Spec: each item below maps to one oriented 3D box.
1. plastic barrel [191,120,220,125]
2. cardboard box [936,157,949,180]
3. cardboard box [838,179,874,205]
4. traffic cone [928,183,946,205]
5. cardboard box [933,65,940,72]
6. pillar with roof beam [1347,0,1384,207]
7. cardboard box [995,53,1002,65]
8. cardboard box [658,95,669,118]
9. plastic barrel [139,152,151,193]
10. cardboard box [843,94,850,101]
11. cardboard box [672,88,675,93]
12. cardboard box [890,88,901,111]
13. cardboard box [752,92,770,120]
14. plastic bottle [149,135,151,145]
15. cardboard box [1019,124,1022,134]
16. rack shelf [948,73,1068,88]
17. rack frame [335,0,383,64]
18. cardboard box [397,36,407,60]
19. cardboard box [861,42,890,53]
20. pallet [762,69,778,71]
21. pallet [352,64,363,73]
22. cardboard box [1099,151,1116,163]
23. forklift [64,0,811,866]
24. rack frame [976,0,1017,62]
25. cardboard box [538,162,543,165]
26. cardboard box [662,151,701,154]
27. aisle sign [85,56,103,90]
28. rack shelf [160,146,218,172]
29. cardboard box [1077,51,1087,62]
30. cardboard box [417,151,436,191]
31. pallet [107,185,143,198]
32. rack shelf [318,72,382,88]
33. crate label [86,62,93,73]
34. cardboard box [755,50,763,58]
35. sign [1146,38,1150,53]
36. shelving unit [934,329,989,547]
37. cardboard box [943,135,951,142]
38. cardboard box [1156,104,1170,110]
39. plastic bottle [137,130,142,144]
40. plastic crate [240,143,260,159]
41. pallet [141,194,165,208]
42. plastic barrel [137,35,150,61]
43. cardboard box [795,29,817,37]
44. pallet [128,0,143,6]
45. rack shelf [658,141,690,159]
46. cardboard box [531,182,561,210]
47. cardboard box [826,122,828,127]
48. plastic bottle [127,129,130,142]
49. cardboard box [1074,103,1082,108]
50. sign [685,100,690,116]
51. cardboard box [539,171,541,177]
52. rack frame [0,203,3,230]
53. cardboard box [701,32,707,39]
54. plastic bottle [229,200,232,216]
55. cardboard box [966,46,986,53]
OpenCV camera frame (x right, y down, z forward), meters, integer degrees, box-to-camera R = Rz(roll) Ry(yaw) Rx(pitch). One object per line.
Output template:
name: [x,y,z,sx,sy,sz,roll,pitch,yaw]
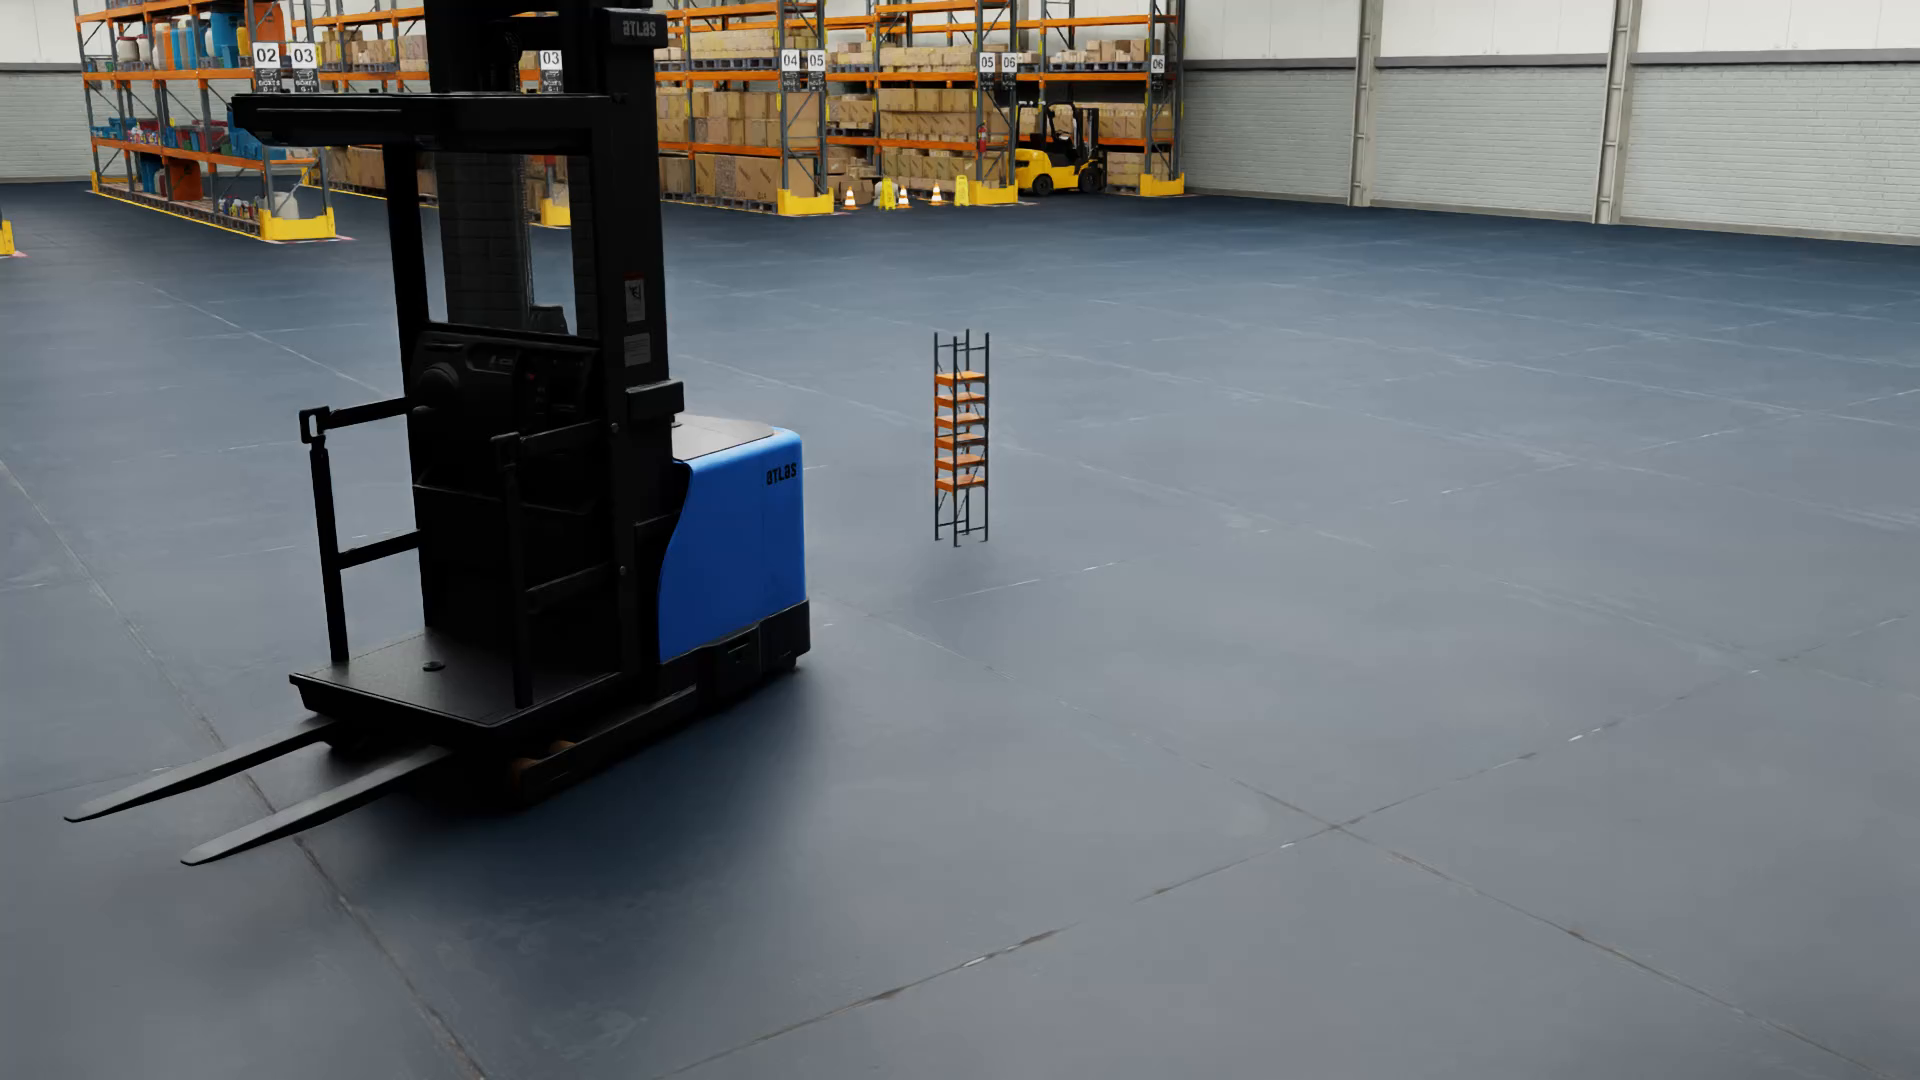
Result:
plastic barrel: [-15.420,-8.328,34.065,0.600,0.536,0.708,-11,19,-35]
cardboard box: [-0.203,-8.393,37.551,0.500,0.500,0.500,-10,18,-33]
cardboard box: [-2.292,-7.691,36.725,0.637,0.503,0.797,4,16,13]
traffic cone: [-0.508,-7.581,36.399,0.336,0.463,0.334,-11,19,-35]
cardboard box: [-0.378,-10.550,37.232,0.380,0.149,0.250,-11,19,-36]
pillar with roof beam: [5.166,-10.917,32.418,9.100,9.000,0.400,-11,19,-35]
cardboard box: [0.708,-10.580,36.588,0.500,0.250,0.500,-11,19,-36]
cardboard box: [-6.406,-9.831,37.729,0.700,0.500,0.500,-11,19,-34]
plastic barrel: [-17.984,-8.240,37.181,0.600,0.901,0.708,-11,19,-35]
cardboard box: [-2.614,-10.738,40.351,0.380,0.149,0.250,-12,19,-37]
cardboard box: [-7.996,-12.835,47.477,0.380,0.149,0.250,-11,19,-34]
cardboard box: [-1.198,-10.201,38.520,0.700,0.500,0.500,-11,19,-34]
cardboard box: [-3.741,-8.905,34.100,0.875,0.550,0.550,-11,19,-35]
plastic bottle: [-17.110,-8.461,35.185,0.097,0.201,0.097,0,15,0]
cardboard box: [1.641,-10.640,43.053,0.500,0.250,0.500,-11,19,-35]
rack shelf: [1.273,-12.066,43.658,1.077,0.370,4.000,-11,19,-35]
rack frame: [-14.283,-12.831,39.411,1.000,3.000,0.127,-11,19,-35]
cardboard box: [-11.863,-10.679,36.094,0.500,0.500,0.500,-11,19,-34]
cardboard box: [-2.007,-11.690,39.464,0.500,0.250,0.500,-10,18,-33]
pallet: [-4.337,-12.107,42.803,1.213,0.211,1.003,-10,18,-32]
pallet: [-13.704,-11.104,39.145,0.805,0.209,1.217,-12,19,-37]
cardboard box: [3.668,-9.307,40.419,0.500,0.250,0.500,-11,19,-34]
forklift: [-1.863,-0.591,6.184,1.130,2.935,3.031,9,18,30]
rack frame: [0.788,-11.807,35.668,1.000,3.000,0.127,-11,19,-35]
cardboard box: [-10.814,-9.884,43.486,0.380,0.149,0.250,-11,19,-34]
cardboard box: [-8.150,-11.171,48.768,0.875,0.438,0.875,-12,19,-36]
aisle sign: [-20.924,-11.246,40.059,0.394,0.787,0.004,-11,19,-35]
rack shelf: [-14.762,-7.541,32.808,1.077,0.370,4.000,-11,19,-35]
cardboard box: [3.076,-11.807,40.622,0.396,0.266,0.258,-11,19,-36]
cardboard box: [-12.320,-8.412,37.857,1.225,0.875,0.875,-12,19,-37]
pallet: [-19.475,-8.236,39.266,1.003,0.211,1.213,-11,19,-35]
rack shelf: [-15.459,-11.464,41.462,1.077,0.370,4.000,-11,19,-35]
crate label: [-20.360,-11.151,39.235,0.408,0.251,0.502,-11,19,-35]
cardboard box: [-3.925,-9.827,33.607,0.380,0.149,0.250,-11,19,-34]
sign: [4.354,-11.439,38.479,0.100,0.325,0.005,-11,19,-35]
shelving unit: [0.009,-0.576,9.406,0.258,1.200,0.189,-11,19,-35]
cardboard box: [-0.152,-8.984,37.195,0.380,0.149,0.250,-10,18,-34]
cardboard box: [4.777,-10.294,39.523,0.380,0.149,0.250,-11,19,-36]
plastic bottle: [-17.781,-8.753,36.111,0.152,0.276,0.135,-11,19,-35]
plastic crate: [-12.148,-6.735,28.782,0.499,0.251,0.408,-11,19,-35]
pallet: [-17.148,-7.392,36.184,1.003,0.211,1.213,-11,19,-35]
plastic barrel: [-17.102,-10.385,35.101,0.433,0.535,0.433,0,15,0]
cardboard box: [-3.095,-10.205,33.479,0.380,0.149,0.250,-11,19,-34]
pallet: [-16.337,-11.083,34.139,1.213,0.211,1.003,-11,19,-35]
rack shelf: [-6.684,-9.058,38.350,1.077,0.370,4.000,-11,19,-35]
cardboard box: [-7.960,-6.630,32.059,0.500,0.500,0.500,-6,16,-20]
cardboard box: [-3.262,-10.372,41.471,0.380,0.149,0.250,-10,18,-31]
plastic bottle: [-18.419,-8.968,36.881,0.061,0.283,0.133,-11,19,-35]
cardboard box: [3.024,-10.712,41.051,0.380,0.149,0.250,-11,19,-35]
sign: [-5.941,-9.412,36.237,0.100,0.325,0.005,-11,19,-35]
cardboard box: [-10.803,-9.613,43.620,0.380,0.149,0.250,-10,18,-33]
rack frame: [-15.243,-5.838,25.225,1.000,3.000,0.127,-11,19,-35]
cardboard box: [-5.269,-10.700,35.286,0.380,0.149,0.250,-11,19,-35]
plastic bottle: [-13.273,-6.044,30.288,0.061,0.283,0.133,-10,18,-32]
cardboard box: [0.351,-10.650,36.089,0.380,0.149,0.250,-11,19,-34]
